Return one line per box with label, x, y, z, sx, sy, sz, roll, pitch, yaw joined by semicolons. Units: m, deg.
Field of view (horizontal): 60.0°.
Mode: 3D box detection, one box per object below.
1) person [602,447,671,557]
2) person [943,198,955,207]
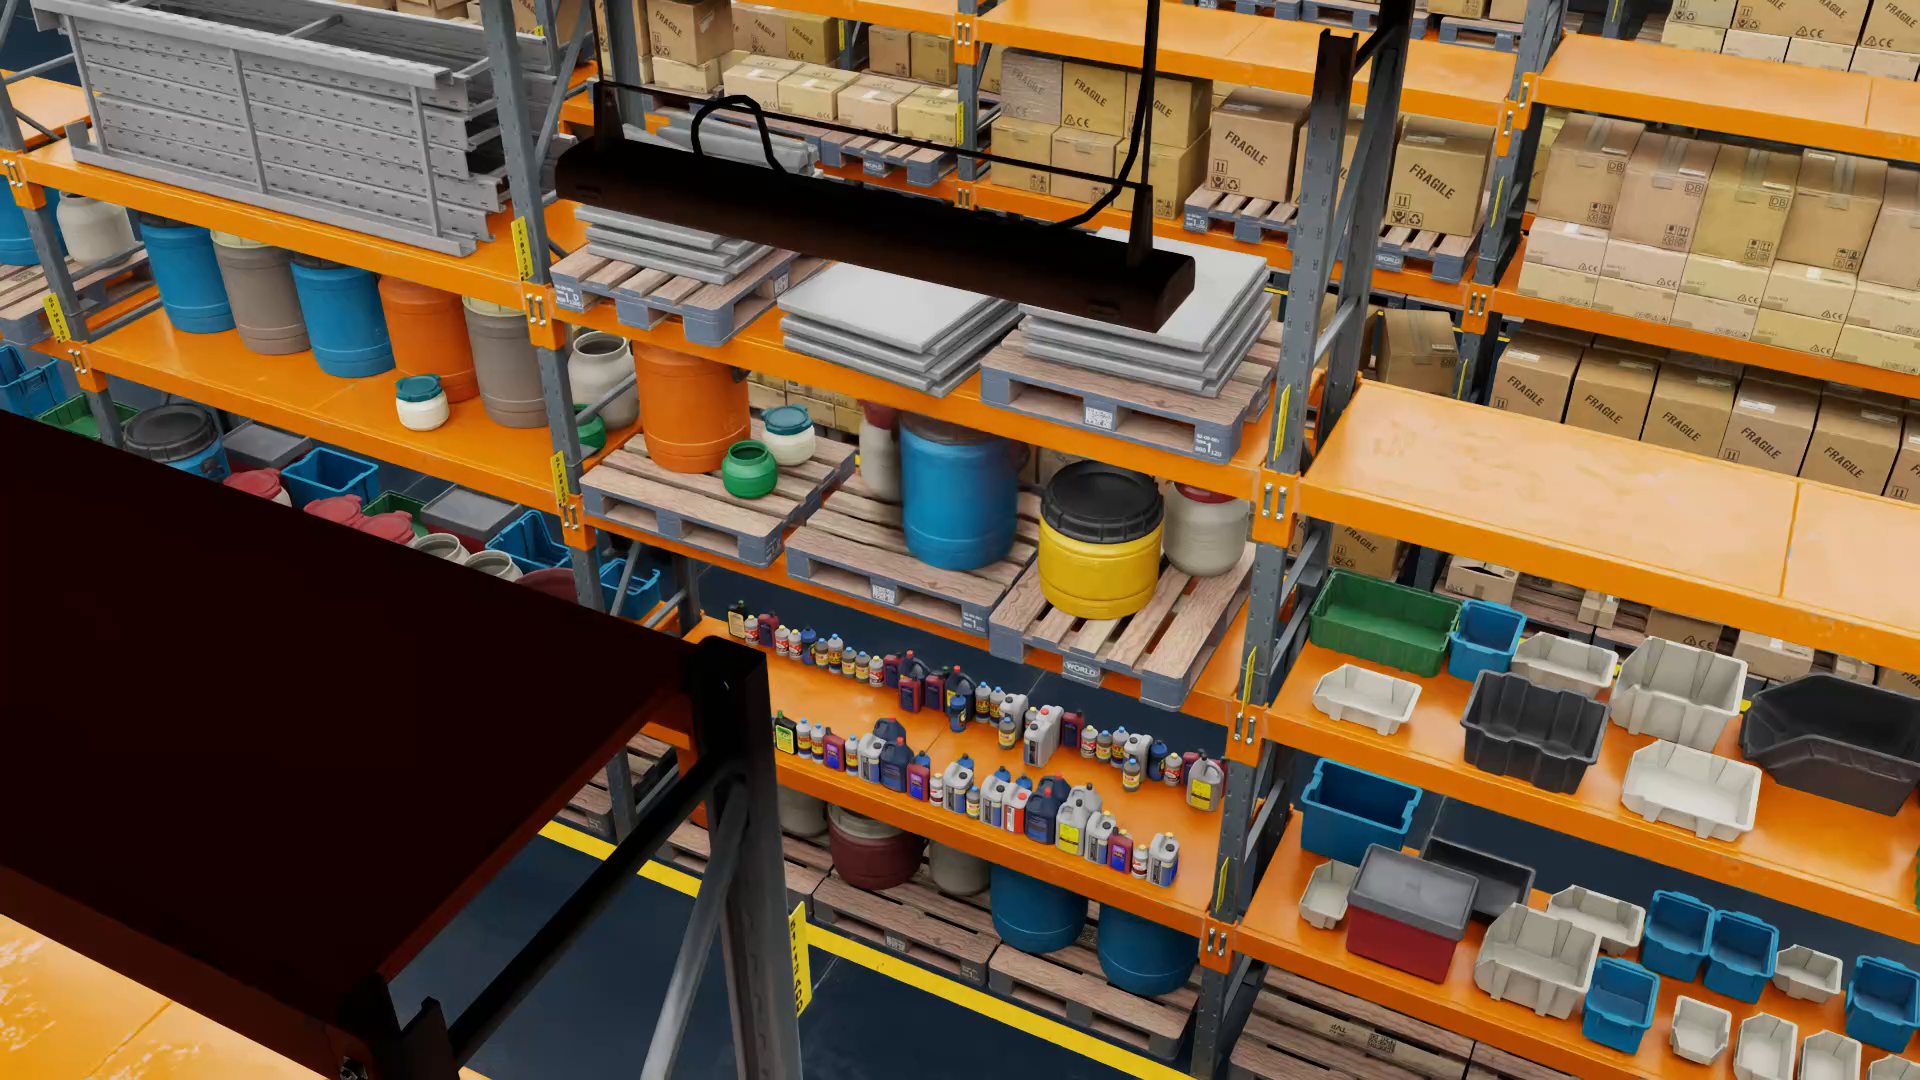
person;-2.630;-0.531;13.159;0.751;1.821;0.682;10;36;13
person;-0.226;-2.751;16.296;0.766;1.768;0.600;10;36;14
